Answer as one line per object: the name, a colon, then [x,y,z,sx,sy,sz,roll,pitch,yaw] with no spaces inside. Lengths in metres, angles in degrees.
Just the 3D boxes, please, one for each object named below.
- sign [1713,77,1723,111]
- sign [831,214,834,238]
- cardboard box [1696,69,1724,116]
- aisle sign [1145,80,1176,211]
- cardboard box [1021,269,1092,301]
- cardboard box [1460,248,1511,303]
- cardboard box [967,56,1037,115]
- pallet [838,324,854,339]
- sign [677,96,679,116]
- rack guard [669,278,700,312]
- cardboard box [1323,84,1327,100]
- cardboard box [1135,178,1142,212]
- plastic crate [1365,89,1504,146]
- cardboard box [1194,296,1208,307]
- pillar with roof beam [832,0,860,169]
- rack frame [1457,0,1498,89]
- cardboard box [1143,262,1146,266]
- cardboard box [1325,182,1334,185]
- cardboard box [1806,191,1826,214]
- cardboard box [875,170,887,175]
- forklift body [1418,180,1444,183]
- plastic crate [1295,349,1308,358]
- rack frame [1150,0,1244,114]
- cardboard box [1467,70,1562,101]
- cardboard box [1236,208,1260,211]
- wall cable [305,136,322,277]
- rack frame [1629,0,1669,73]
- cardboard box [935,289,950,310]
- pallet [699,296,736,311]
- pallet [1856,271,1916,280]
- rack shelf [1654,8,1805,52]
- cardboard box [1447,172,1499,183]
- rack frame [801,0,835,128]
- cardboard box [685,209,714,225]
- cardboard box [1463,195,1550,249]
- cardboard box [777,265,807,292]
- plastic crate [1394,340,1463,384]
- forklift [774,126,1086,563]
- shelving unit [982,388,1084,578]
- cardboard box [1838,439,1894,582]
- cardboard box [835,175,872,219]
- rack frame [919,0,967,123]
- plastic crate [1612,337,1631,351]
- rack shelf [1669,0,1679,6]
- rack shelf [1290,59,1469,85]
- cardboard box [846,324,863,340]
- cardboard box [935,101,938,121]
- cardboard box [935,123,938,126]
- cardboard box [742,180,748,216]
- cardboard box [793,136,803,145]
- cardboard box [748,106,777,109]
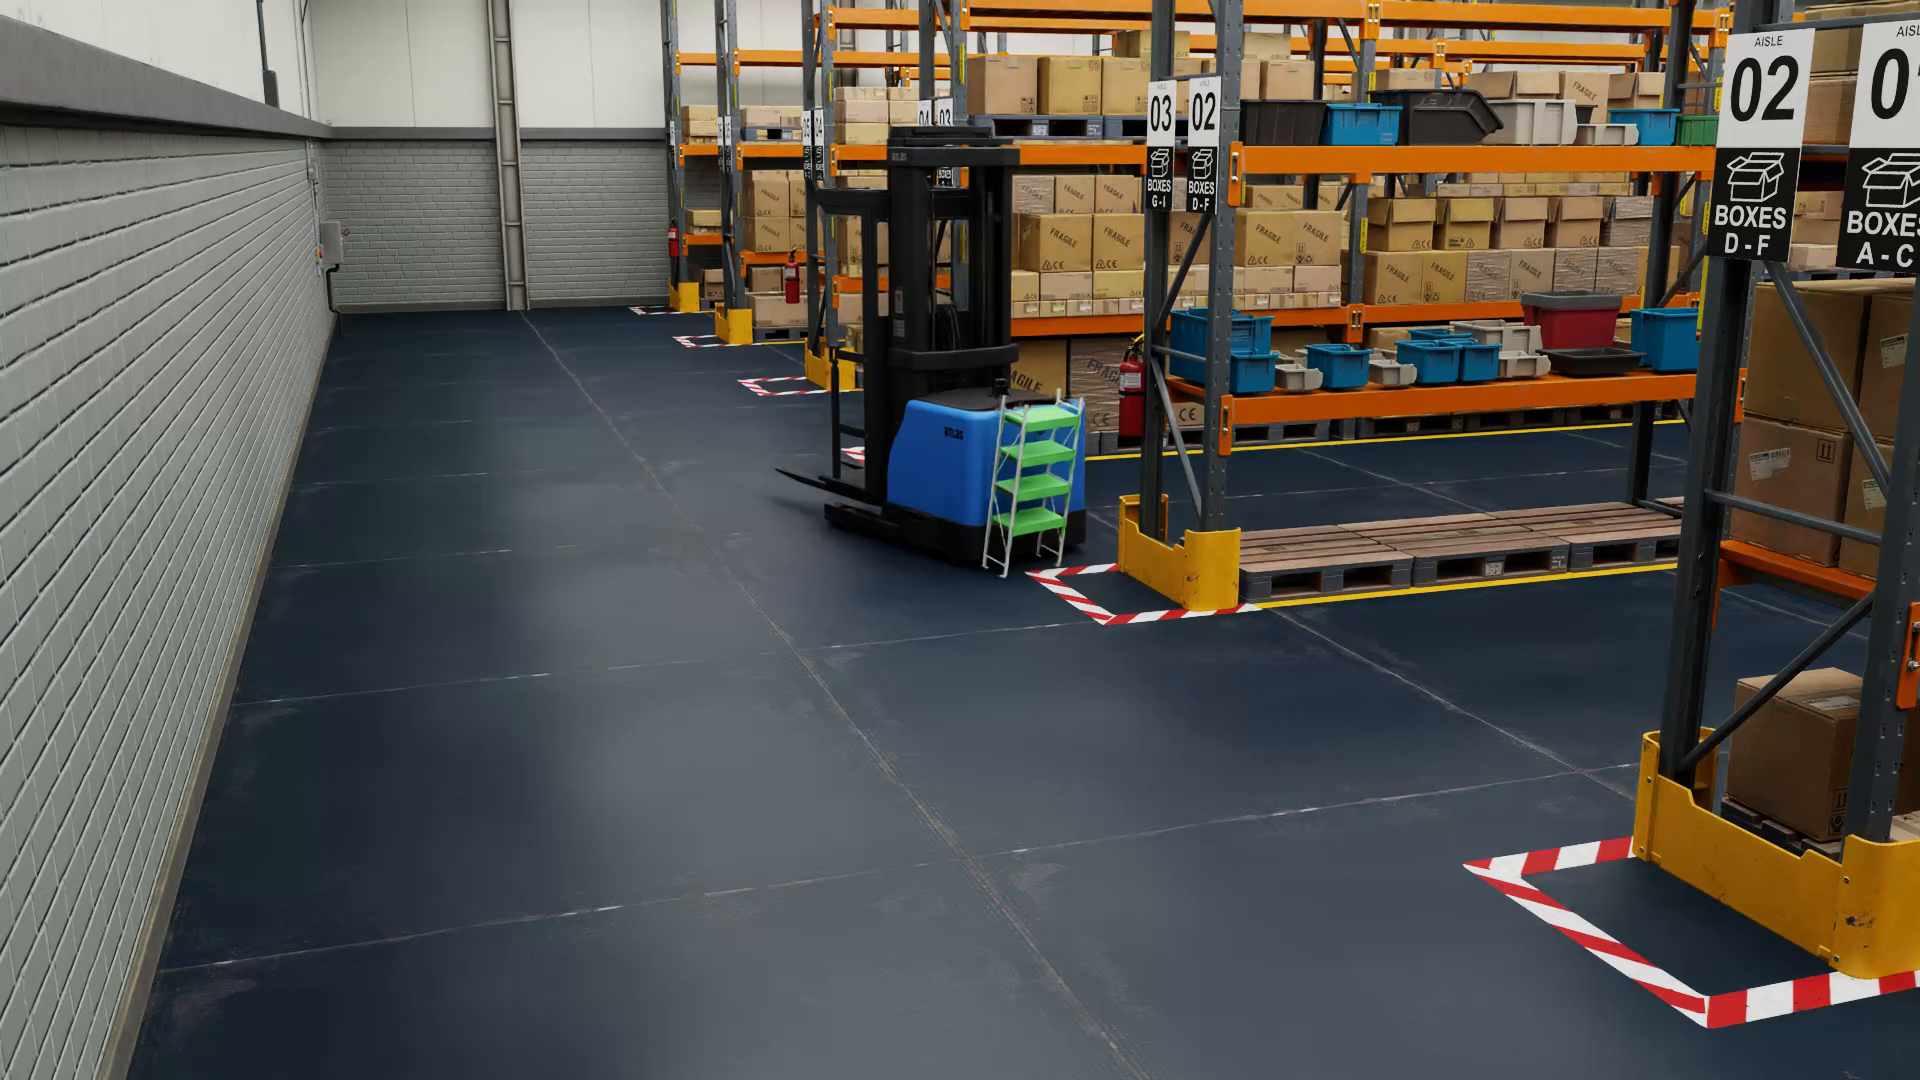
sign: [7.595,-4.460,16.642,0.005,0.325,0.100,-4,14,-18]
sign: [-1.469,-3.640,19.094,0.005,0.325,0.100,-4,14,-18]
cardboard box: [7.954,-4.563,17.064,0.500,0.500,0.500,-4,14,-18]
aisle sign: [1.262,-2.480,10.470,0.004,0.787,0.394,-4,14,-18]
cardboard box: [0.875,-2.331,15.140,0.500,0.250,0.500,-5,14,-19]
cardboard box: [5.101,-2.640,16.543,0.500,0.500,0.500,-5,14,-19]
cardboard box: [0.320,-4.054,14.882,0.500,0.500,0.700,-5,14,-21]
pallet: [-1.430,-3.225,25.245,1.213,0.211,1.003,-4,14,-18]
sign: [-4.730,-7.270,27.854,0.005,0.325,0.100,-4,14,-18]
rack guard: [-4.831,-4.294,29.116,0.348,0.500,1.175,-4,14,-18]
cardboard box: [4.427,-5.623,20.946,0.258,0.266,0.396,-4,14,-18]
cardboard box: [2.902,-5.371,25.866,0.500,0.500,0.500,-4,14,-18]
plastic crate: [2.959,-2.638,10.403,0.767,0.338,0.504,-4,14,-18]
cardboard box: [2.233,-2.227,15.564,0.250,0.149,0.380,-5,14,-19]
pillar with roof beam: [-0.687,-7.921,25.995,0.400,9.000,9.100,-4,14,-18]
rack frame: [10.261,-9.604,33.073,0.127,3.000,1.000,-4,14,-18]
cardboard box: [1.674,-2.523,15.948,0.500,0.250,0.500,-4,14,-18]
cardboard box: [7.080,-6.901,32.411,0.250,0.149,0.380,-4,14,-17]
cardboard box: [12.092,-5.026,24.133,0.550,0.550,0.875,-4,14,-18]
cardboard box: [-1.176,-5.368,24.448,0.250,0.149,0.380,-4,14,-18]
forklift body: [9.046,-5.733,31.595,1.214,2.155,2.313,-4,14,-18]
plastic crate: [2.418,-1.176,11.043,0.243,0.136,0.396,-4,14,-18]
rack frame: [1.424,-4.075,9.829,0.127,3.000,1.000,-4,14,-18]
cardboard box: [5.497,-4.392,16.511,0.637,0.503,0.797,-5,14,-19]
cardboard box: [2.630,-2.961,16.168,0.500,0.500,0.500,-4,14,-18]
wall cable: [-8.654,-4.505,22.335,0.123,1.953,0.585,-4,14,-18]
rack frame: [11.848,-8.516,28.497,0.127,3.000,1.000,-4,14,-18]
cardboard box: [-0.155,-3.647,25.620,0.875,0.438,0.875,-5,14,-19]
pallet: [-4.076,-4.213,29.397,1.213,0.211,1.003,-4,14,-18]
pallet: [10.446,-3.011,18.732,1.213,0.211,1.003,-4,14,-18]
rack shelf: [9.322,-5.355,17.628,4.000,0.370,1.077,-4,14,-18]
cardboard box: [8.543,-5.967,27.725,0.500,0.500,0.700,-5,14,-19]
rack frame: [-1.642,-6.257,19.000,0.127,3.000,1.000,-4,14,-18]
cardboard box: [-4.552,-5.669,29.173,0.500,0.250,0.500,-4,14,-16]
cardboard box: [5.476,-3.221,16.819,0.637,0.503,0.797,-4,14,-16]
cardboard box: [-2.938,-4.589,29.447,0.500,0.500,0.500,-4,14,-17]
plastic crate: [3.010,-1.147,10.717,0.300,0.233,0.416,-4,14,-18]
forklift: [-0.373,-1.560,12.367,1.130,2.935,3.031,-9,16,-35]
shelving unit: [0.481,-0.380,11.077,0.503,1.200,0.258,-11,27,-38]
cardboard box: [3.504,-0.093,5.837,0.500,0.500,0.500,-4,14,-17]
cardboard box: [-1.288,-4.106,19.904,0.500,0.500,0.500,-5,14,-19]
rack frame: [-0.156,-5.161,14.395,0.127,3.000,1.000,-4,14,-18]
plastic crate: [4.728,-1.350,11.775,0.243,0.136,0.396,-4,14,-18]
rack shelf: [3.319,-3.678,10.579,4.000,0.370,1.077,-4,14,-18]
rack shelf: [6.161,-7.528,26.765,4.000,0.370,1.077,-4,14,-18]
cardboard box: [-1.221,-2.540,20.305,0.250,0.149,0.380,-4,14,-17]
cardboard box: [-0.166,-5.016,19.512,0.500,0.250,0.500,-4,14,-17]
cardboard box: [-0.151,-4.780,19.599,0.500,0.250,0.500,-5,14,-20]
cardboard box: [-2.936,-5.039,24.469,0.500,0.500,0.500,-4,14,-16]
cardboard box: [-2.809,-6.926,28.837,0.250,0.149,0.380,-4,14,-17]
cardboard box: [-3.443,-7.330,28.596,0.500,0.250,0.500,-5,14,-19]
